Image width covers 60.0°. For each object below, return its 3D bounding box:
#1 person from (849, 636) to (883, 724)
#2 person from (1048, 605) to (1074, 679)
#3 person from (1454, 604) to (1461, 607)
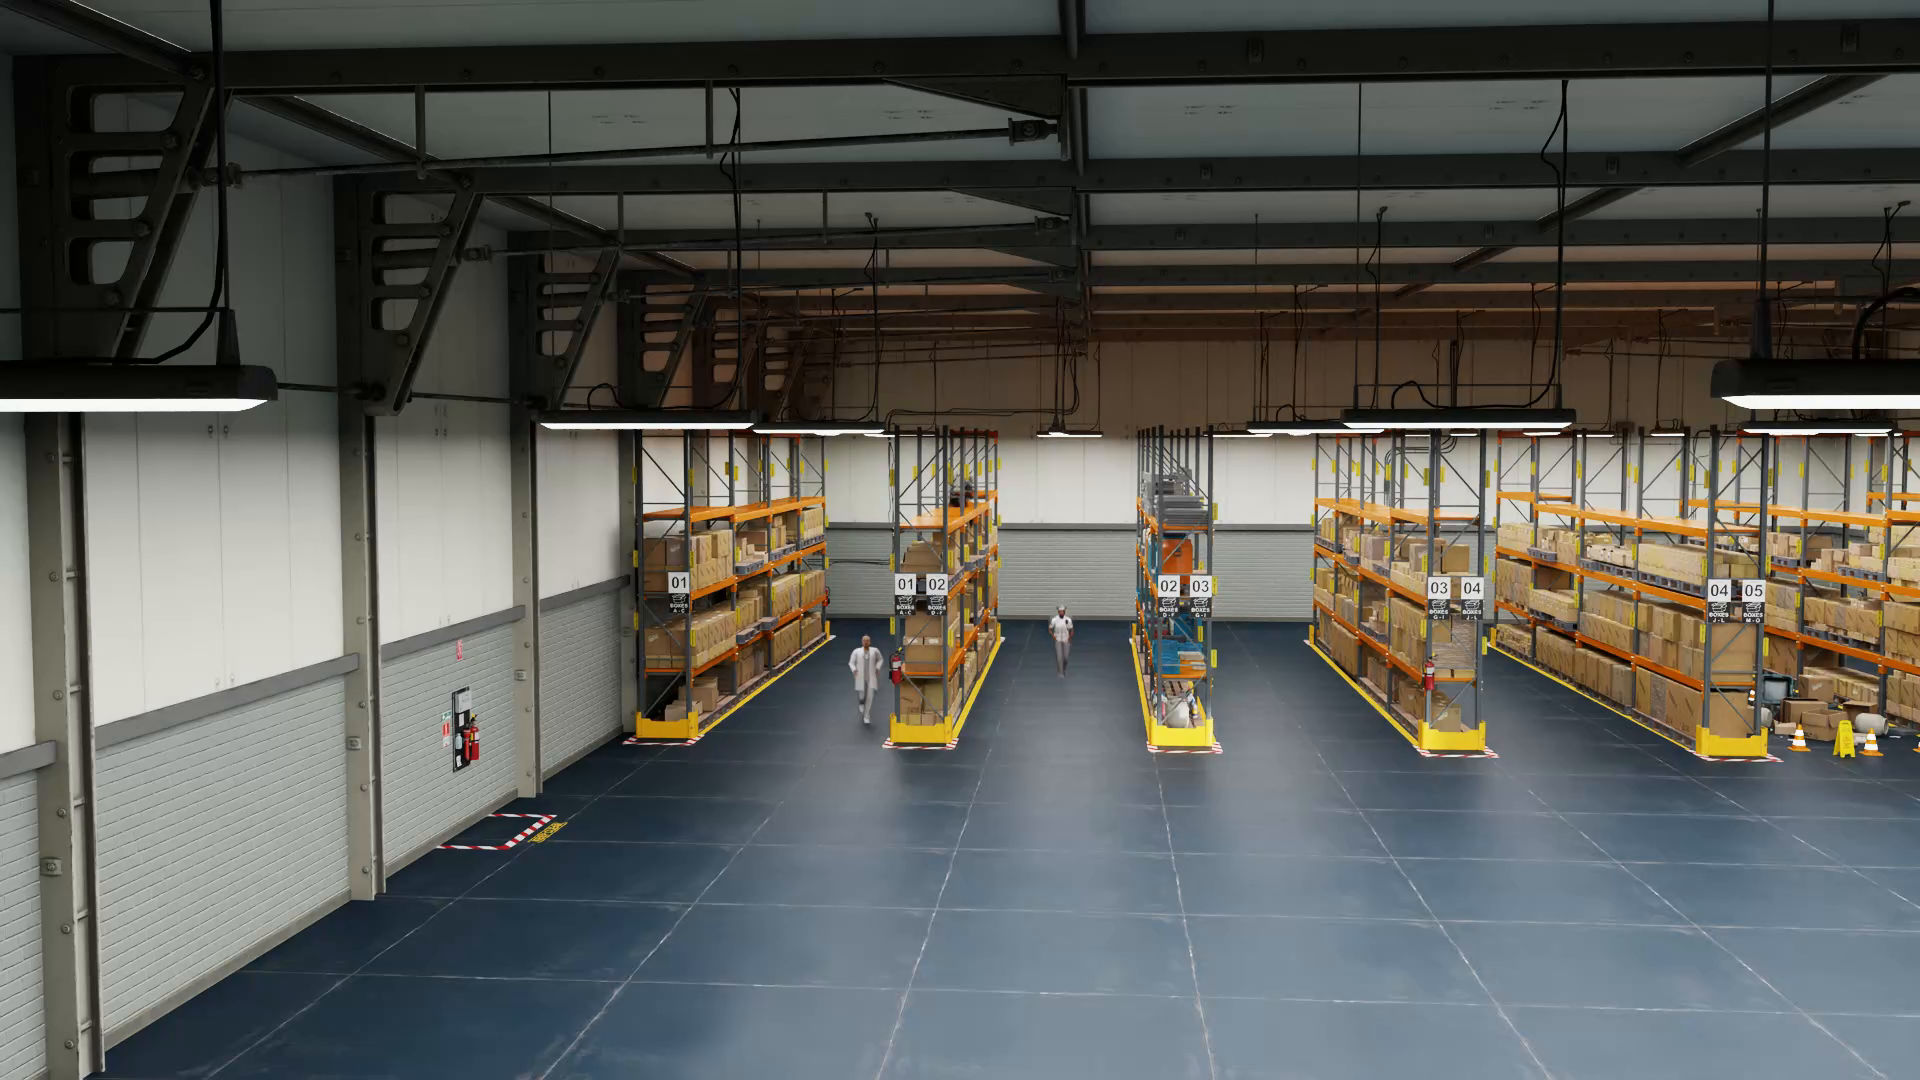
[{"bbox_3d":[-1.903,2.818,33.844,0.709,1.752,0.869,0,3,-6],"label":"person"},{"bbox_3d":[2.312,2.318,38.055,0.584,1.684,0.513,0,3,0],"label":"person"},{"bbox_3d":[13.520,2.123,45.517,0.700,1.659,0.987,2,4,28],"label":"person"}]
